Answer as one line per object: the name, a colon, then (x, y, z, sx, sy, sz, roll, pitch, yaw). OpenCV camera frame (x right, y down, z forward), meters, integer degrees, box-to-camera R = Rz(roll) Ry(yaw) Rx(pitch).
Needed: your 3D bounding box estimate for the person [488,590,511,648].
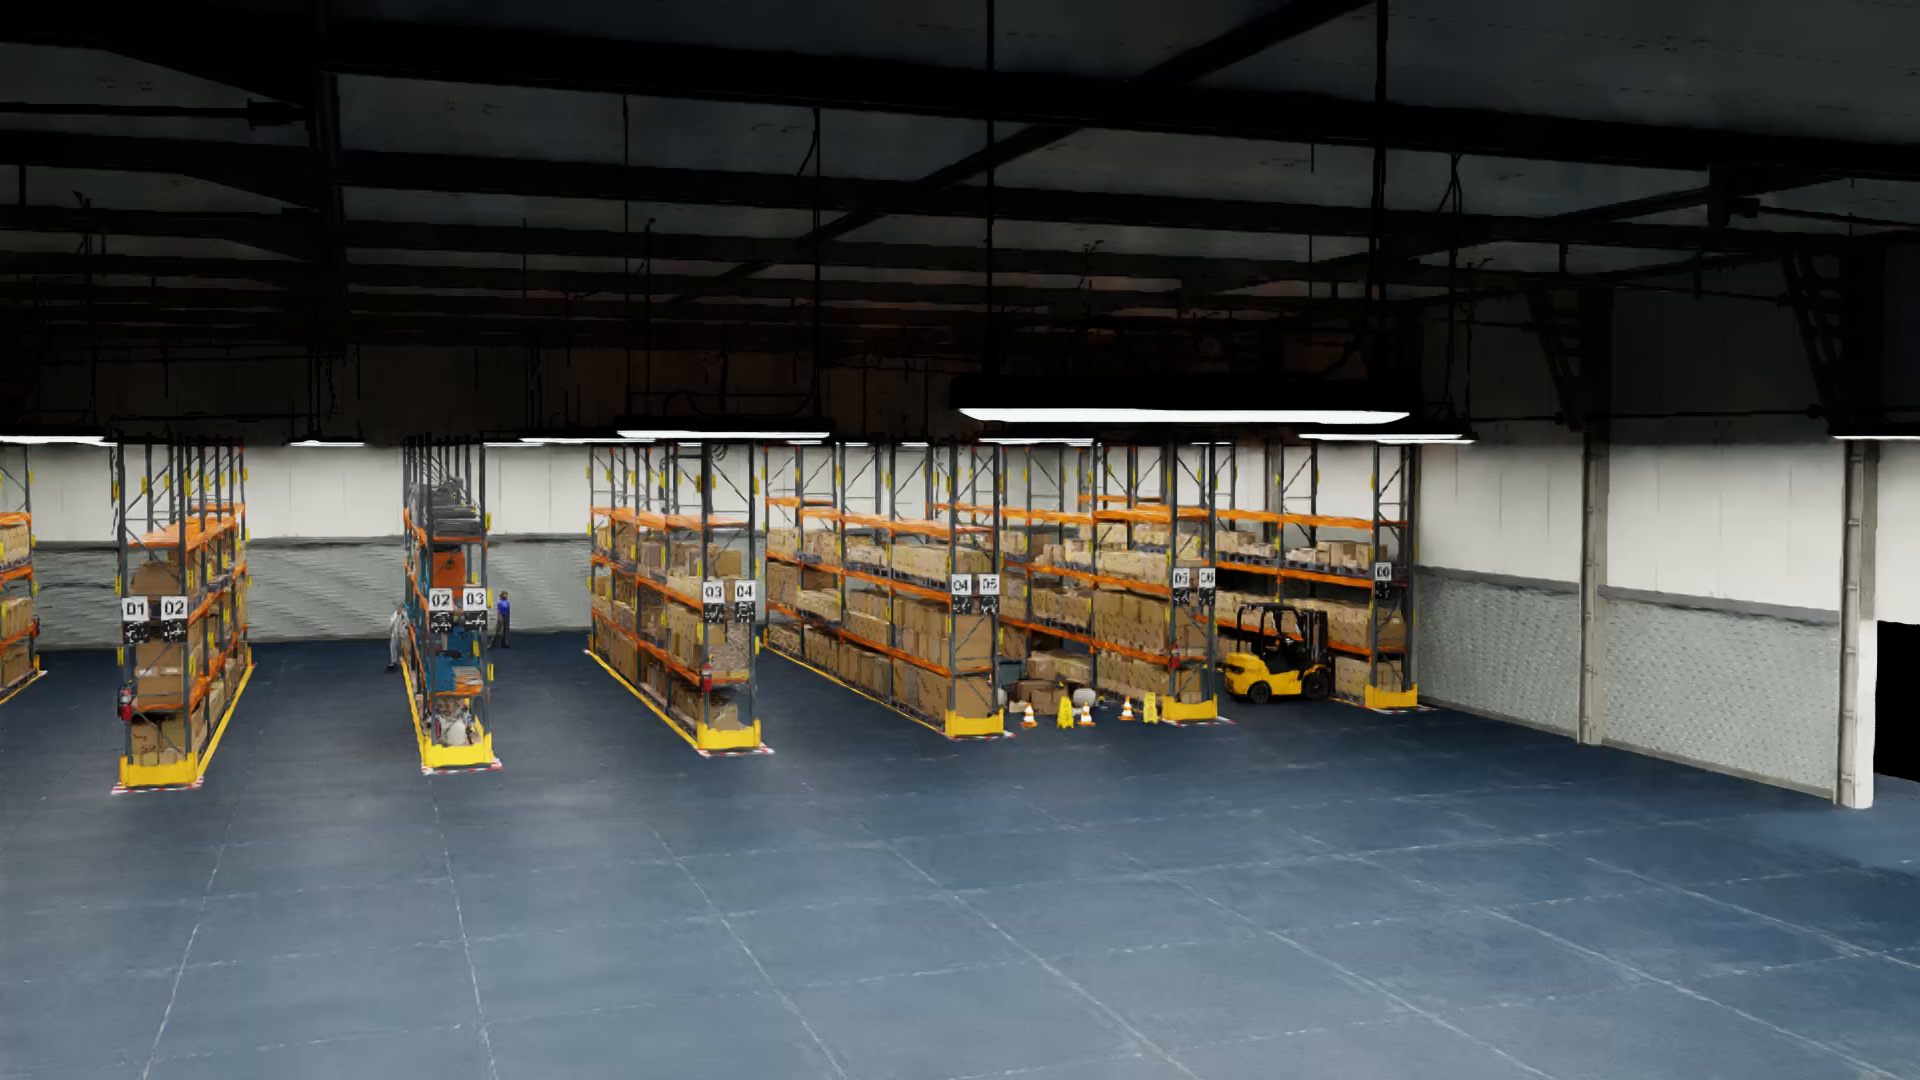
person: (-13.219, 2.266, 47.638, 0.473, 1.654, 0.652, 2, 4, 27)

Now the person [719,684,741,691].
person: (-5.487, 2.693, 39.224, 0.577, 1.691, 1.121, -1, 3, -18)

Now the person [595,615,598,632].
person: (-11.063, 2.104, 51.129, 0.505, 1.586, 0.466, 2, 4, 32)

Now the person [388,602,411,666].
person: (-14.677, 2.452, 43.700, 0.582, 1.703, 0.981, 0, 3, -3)
